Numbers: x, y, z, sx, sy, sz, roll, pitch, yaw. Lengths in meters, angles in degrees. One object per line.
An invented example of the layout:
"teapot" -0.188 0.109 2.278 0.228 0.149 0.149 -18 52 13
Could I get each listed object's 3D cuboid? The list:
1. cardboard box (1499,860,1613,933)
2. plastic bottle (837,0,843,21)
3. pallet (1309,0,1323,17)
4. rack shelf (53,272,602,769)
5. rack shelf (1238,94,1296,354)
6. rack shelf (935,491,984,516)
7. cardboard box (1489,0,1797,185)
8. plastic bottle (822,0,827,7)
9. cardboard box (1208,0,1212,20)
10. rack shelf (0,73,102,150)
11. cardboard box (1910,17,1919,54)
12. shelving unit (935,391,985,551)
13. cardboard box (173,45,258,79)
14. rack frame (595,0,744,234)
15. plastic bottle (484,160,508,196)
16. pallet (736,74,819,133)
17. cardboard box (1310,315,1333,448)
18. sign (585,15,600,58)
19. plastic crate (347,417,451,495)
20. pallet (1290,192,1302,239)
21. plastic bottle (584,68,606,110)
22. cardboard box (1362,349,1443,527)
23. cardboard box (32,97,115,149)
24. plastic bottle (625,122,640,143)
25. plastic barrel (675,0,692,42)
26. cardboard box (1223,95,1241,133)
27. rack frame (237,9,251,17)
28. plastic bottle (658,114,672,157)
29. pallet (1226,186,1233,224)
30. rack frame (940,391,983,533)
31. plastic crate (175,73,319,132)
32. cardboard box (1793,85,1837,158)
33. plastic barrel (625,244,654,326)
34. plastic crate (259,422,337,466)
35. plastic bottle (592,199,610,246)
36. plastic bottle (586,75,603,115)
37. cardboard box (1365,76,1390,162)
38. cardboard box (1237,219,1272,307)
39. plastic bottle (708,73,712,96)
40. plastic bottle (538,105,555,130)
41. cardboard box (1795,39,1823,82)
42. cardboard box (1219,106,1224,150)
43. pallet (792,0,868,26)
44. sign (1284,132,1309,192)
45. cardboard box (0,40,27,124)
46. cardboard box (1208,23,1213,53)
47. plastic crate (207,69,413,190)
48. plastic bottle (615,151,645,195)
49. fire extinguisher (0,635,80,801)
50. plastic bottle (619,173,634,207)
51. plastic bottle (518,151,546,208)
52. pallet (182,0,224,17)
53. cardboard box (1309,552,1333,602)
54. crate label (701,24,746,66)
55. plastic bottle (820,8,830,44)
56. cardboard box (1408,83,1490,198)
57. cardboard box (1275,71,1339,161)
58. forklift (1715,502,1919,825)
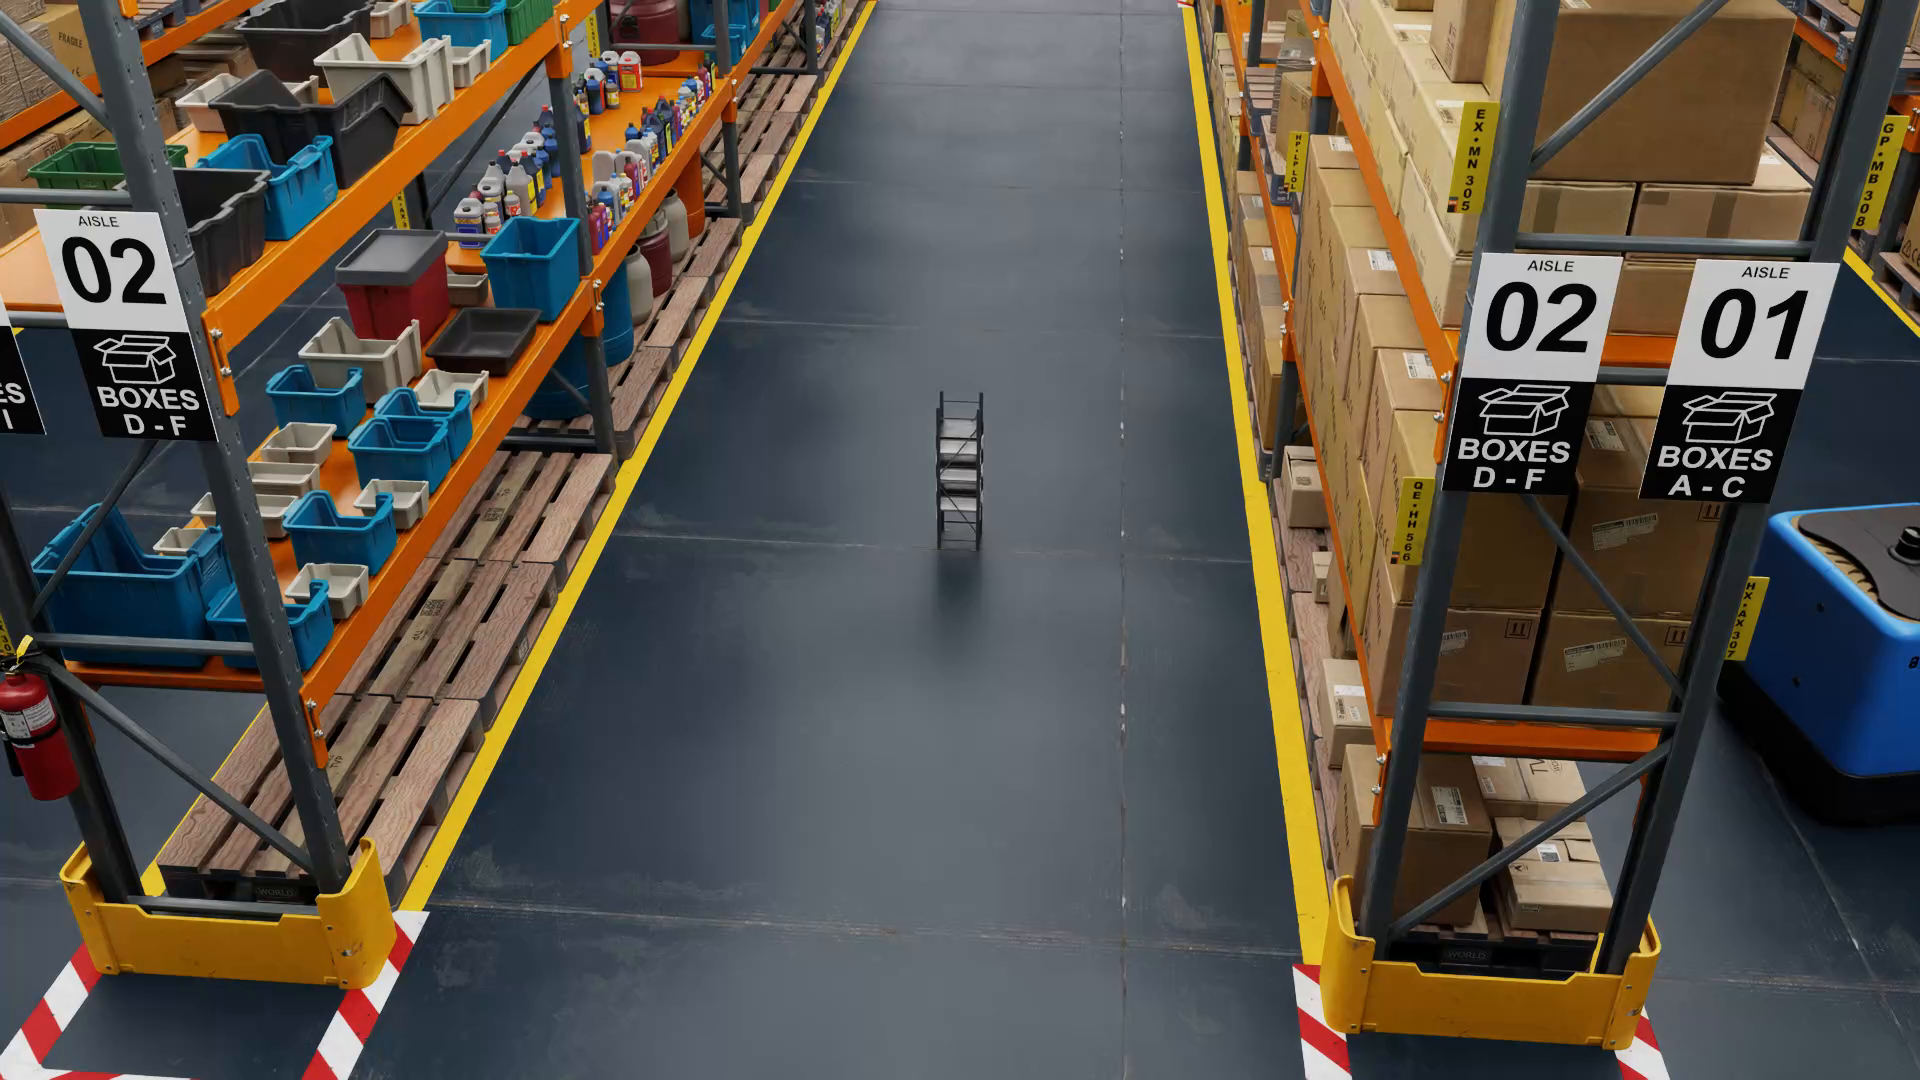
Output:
"cardboard box" 2.387 1.425 6.657 0.380 0.149 0.250 2 32 4
"plastic bottle" -1.384 -5.895 18.414 0.152 0.276 0.135 3 32 4
"pallet" 2.459 -3.024 8.898 1.213 0.211 1.003 2 32 4
"rack shelf" -2.763 -0.350 7.925 1.077 0.370 4.000 2 32 4
"rack shelf" 2.499 -2.228 10.973 1.077 0.370 4.000 2 32 4
"rack shelf" -0.001 -0.197 9.399 0.258 0.077 0.200 2 32 4
"cardboard box" 2.036 -1.412 5.054 0.700 0.500 0.500 2 32 4
"plastic bottle" -1.490 -5.902 18.419 0.061 0.283 0.133 2 32 4
"cardboard box" 2.897 -5.774 17.546 0.500 0.500 0.500 2 32 4
"rack shelf" -7.374 -2.653 11.662 1.077 0.370 4.000 2 32 4
"cardboard box" 7.628 -3.847 12.398 0.700 0.500 0.500 -1 32 -2
"shelving unit" -0.001 -0.379 9.287 0.258 0.900 0.210 2 32 4
"cardboard box" -7.060 -4.359 15.707 0.700 0.500 0.500 0 32 0
"rack frame" -2.275 -3.794 12.827 1.000 3.000 0.127 2 32 4
"plastic bottle" -2.852 -2.176 10.249 0.144 0.351 0.185 2 32 4
"pallet" -1.974 -4.286 16.284 1.003 0.211 1.213 2 32 4
"cardboard box" 1.941 -0.747 7.788 0.500 0.500 0.500 2 32 4
"sign" -2.824 -3.883 12.817 0.100 0.325 0.005 2 32 4
"plastic crate" -2.471 -0.368 7.371 0.416 0.233 0.300 2 32 4
"pallet" 2.510 -1.820 9.808 1.003 0.211 1.213 2 32 4
"plastic bottle" -2.670 -3.287 12.123 0.152 0.276 0.135 2 32 4
"cardboard box" 1.813 -0.374 6.230 0.500 0.500 0.500 3 32 5
"cardboard box" -7.288 -2.920 13.034 1.225 0.875 0.875 1 32 2
"plastic bottle" -2.180 -2.646 11.088 0.097 0.271 0.097 0 32 0
"plastic barrel" -2.404 -4.388 13.686 0.421 0.512 0.421 0 32 0
"cardboard box" 2.539 -3.648 14.276 0.500 0.311 0.500 2 32 4
"rack frame" -6.886 -6.097 16.565 1.000 3.000 0.127 2 32 4
"plastic bottle" -2.002 -2.750 11.245 0.061 0.283 0.133 2 32 4
"pallet" 2.768 -2.822 13.908 1.003 0.211 1.213 2 32 4
"rack frame" 0.008 -0.432 9.374 0.240 0.900 0.006 2 32 4
"plastic crate" -3.005 -1.866 7.092 0.437 0.136 0.530 2 32 4
"cardboard box" 7.808 -3.662 14.577 0.700 0.500 0.500 3 32 5
"plastic barrel" -2.347 -1.767 11.510 0.421 0.512 0.421 0 32 0
"plastic crate" -2.998 -0.411 7.533 0.298 0.136 0.250 2 32 4
"plastic bottle" -2.135 -1.896 9.859 0.061 0.283 0.133 2 32 4
"plastic bottle" -2.646 -3.223 12.023 0.097 0.271 0.097 0 32 0
"cardboard box" 1.926 -1.674 6.671 0.500 0.250 0.500 2 32 4
"cardboard box" 2.257 -1.942 11.785 0.500 0.500 0.500 2 32 3
"plastic bottle" -1.910 -3.420 12.410 0.097 0.201 0.097 0 32 0
"plastic bottle" -2.762 -2.752 11.184 0.144 0.351 0.185 2 32 4
"cardboard box" 7.849 -4.289 14.879 0.500 0.250 0.500 2 32 3
"cardboard box" 2.583 -3.676 14.856 0.500 0.250 0.500 3 32 5
"pallet" -1.654 -6.324 19.590 1.003 0.211 1.213 2 32 4
"sign" 1.783 -2.003 8.818 0.100 0.325 0.005 2 32 4
"cardboard box" -7.090 -3.247 11.845 0.500 0.500 0.500 1 32 2
"cardboard box" 2.858 -5.193 17.318 0.500 0.250 0.500 2 32 4
"plastic crate" -2.528 -1.648 6.546 0.504 0.338 0.767 2 32 4
"plastic bottle" -2.108 -2.359 10.618 0.152 0.276 0.135 2 32 4
"fire extinguisher" -3.391 0.641 6.061 0.296 0.674 0.183 2 32 4
"plastic bottle" -2.101 -2.196 10.424 0.097 0.201 0.097 0 32 0
"plastic bottle" -2.693 -2.266 10.396 0.144 0.351 0.185 2 32 4
"pallet" -7.091 -4.961 14.903 1.003 0.211 1.213 2 32 4
"cardboard box" 2.026 0.193 8.639 0.380 0.166 0.250 2 32 4
"crate label" -1.867 -3.927 13.203 0.303 0.233 0.416 2 32 4
"plastic bottle" -1.455 -5.448 17.617 0.144 0.351 0.185 1 32 2
"cardboard box" 1.838 -1.364 5.692 0.500 0.250 0.500 2 32 4
"cardboard box" 2.418 -2.636 10.454 0.700 0.500 0.500 -5 32 -9
"forklift" 5.277 -0.317 7.250 3.031 2.935 1.130 -4 32 -7
